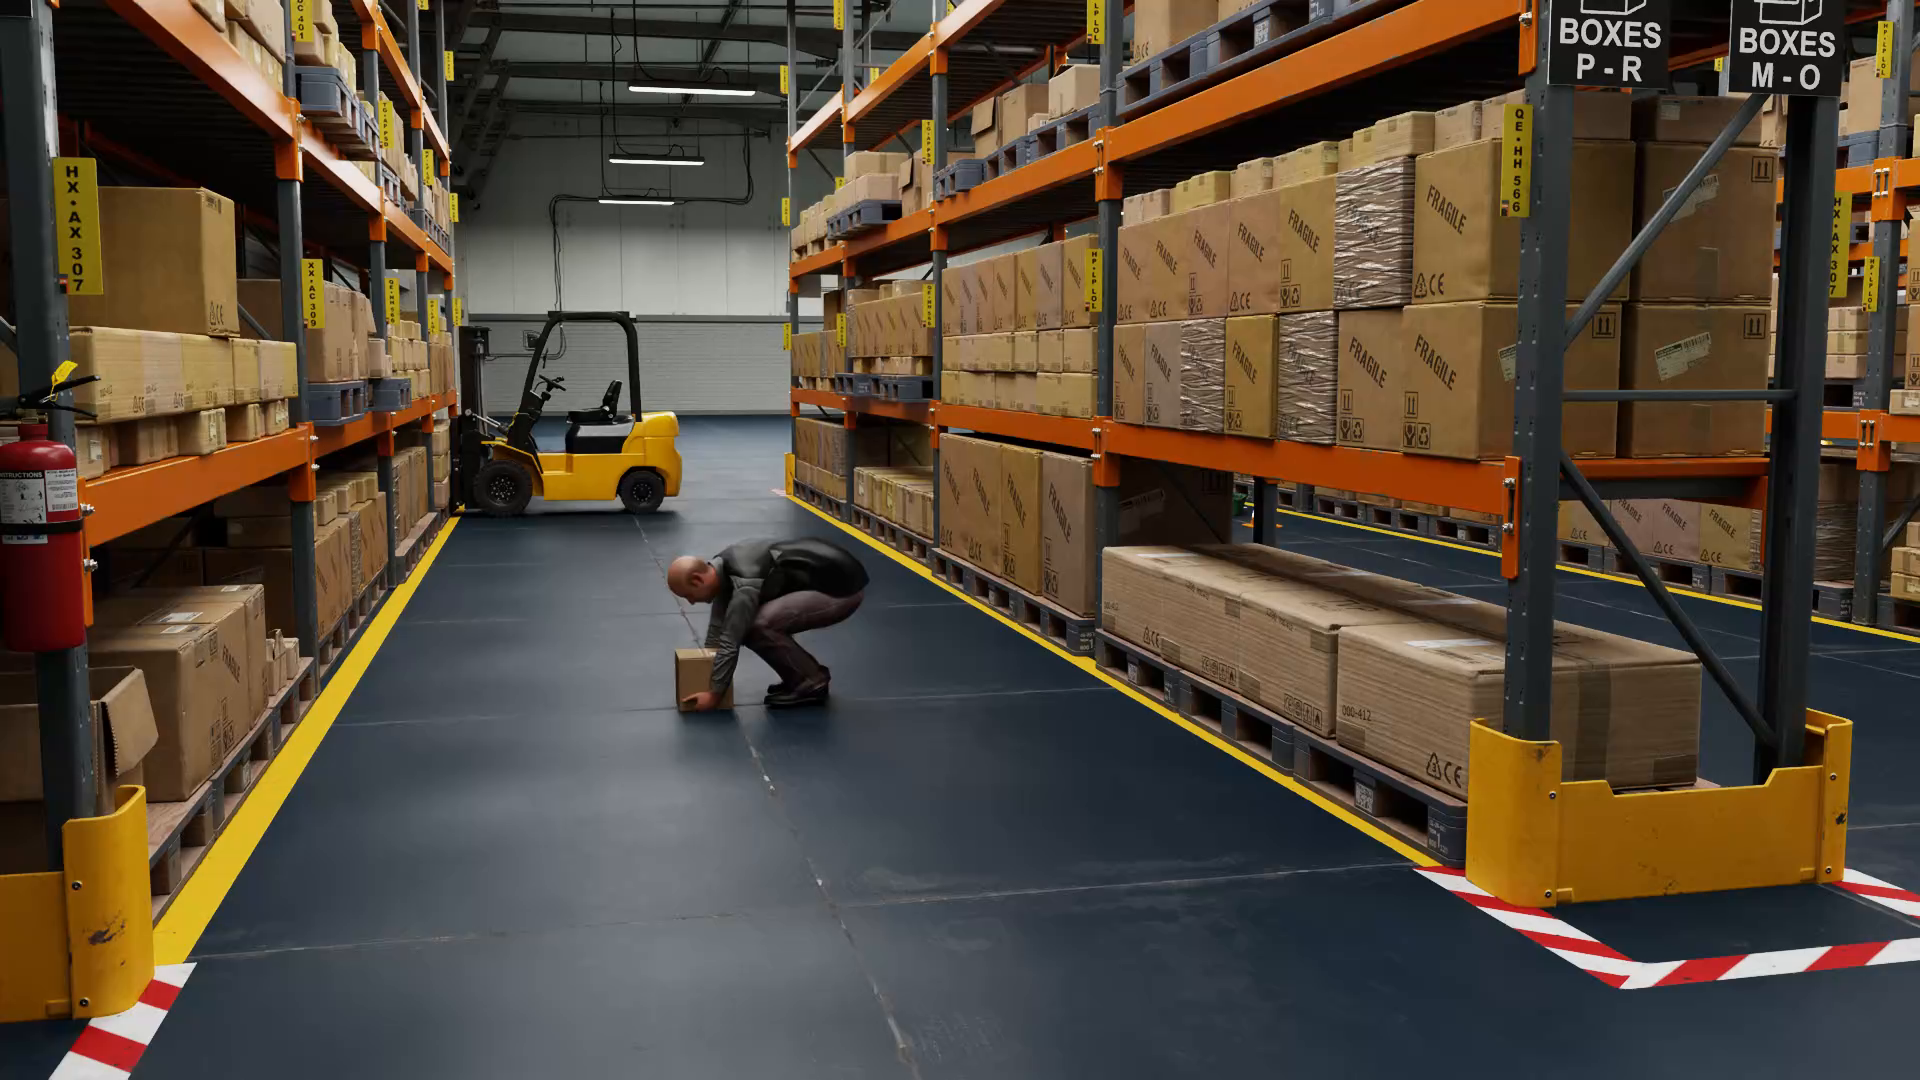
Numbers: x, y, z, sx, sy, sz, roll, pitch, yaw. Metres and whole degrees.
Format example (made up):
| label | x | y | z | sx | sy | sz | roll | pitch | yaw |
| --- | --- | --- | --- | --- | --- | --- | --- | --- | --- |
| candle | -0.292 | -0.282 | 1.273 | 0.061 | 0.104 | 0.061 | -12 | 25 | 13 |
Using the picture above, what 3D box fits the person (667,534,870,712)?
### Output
| label | x | y | z | sx | sy | sz | roll | pitch | yaw |
| --- | --- | --- | --- | --- | --- | --- | --- | --- | --- |
| person | -0.909 | 0.385 | 7.893 | 0.947 | 0.815 | 0.502 | -2 | 6 | -15 |
